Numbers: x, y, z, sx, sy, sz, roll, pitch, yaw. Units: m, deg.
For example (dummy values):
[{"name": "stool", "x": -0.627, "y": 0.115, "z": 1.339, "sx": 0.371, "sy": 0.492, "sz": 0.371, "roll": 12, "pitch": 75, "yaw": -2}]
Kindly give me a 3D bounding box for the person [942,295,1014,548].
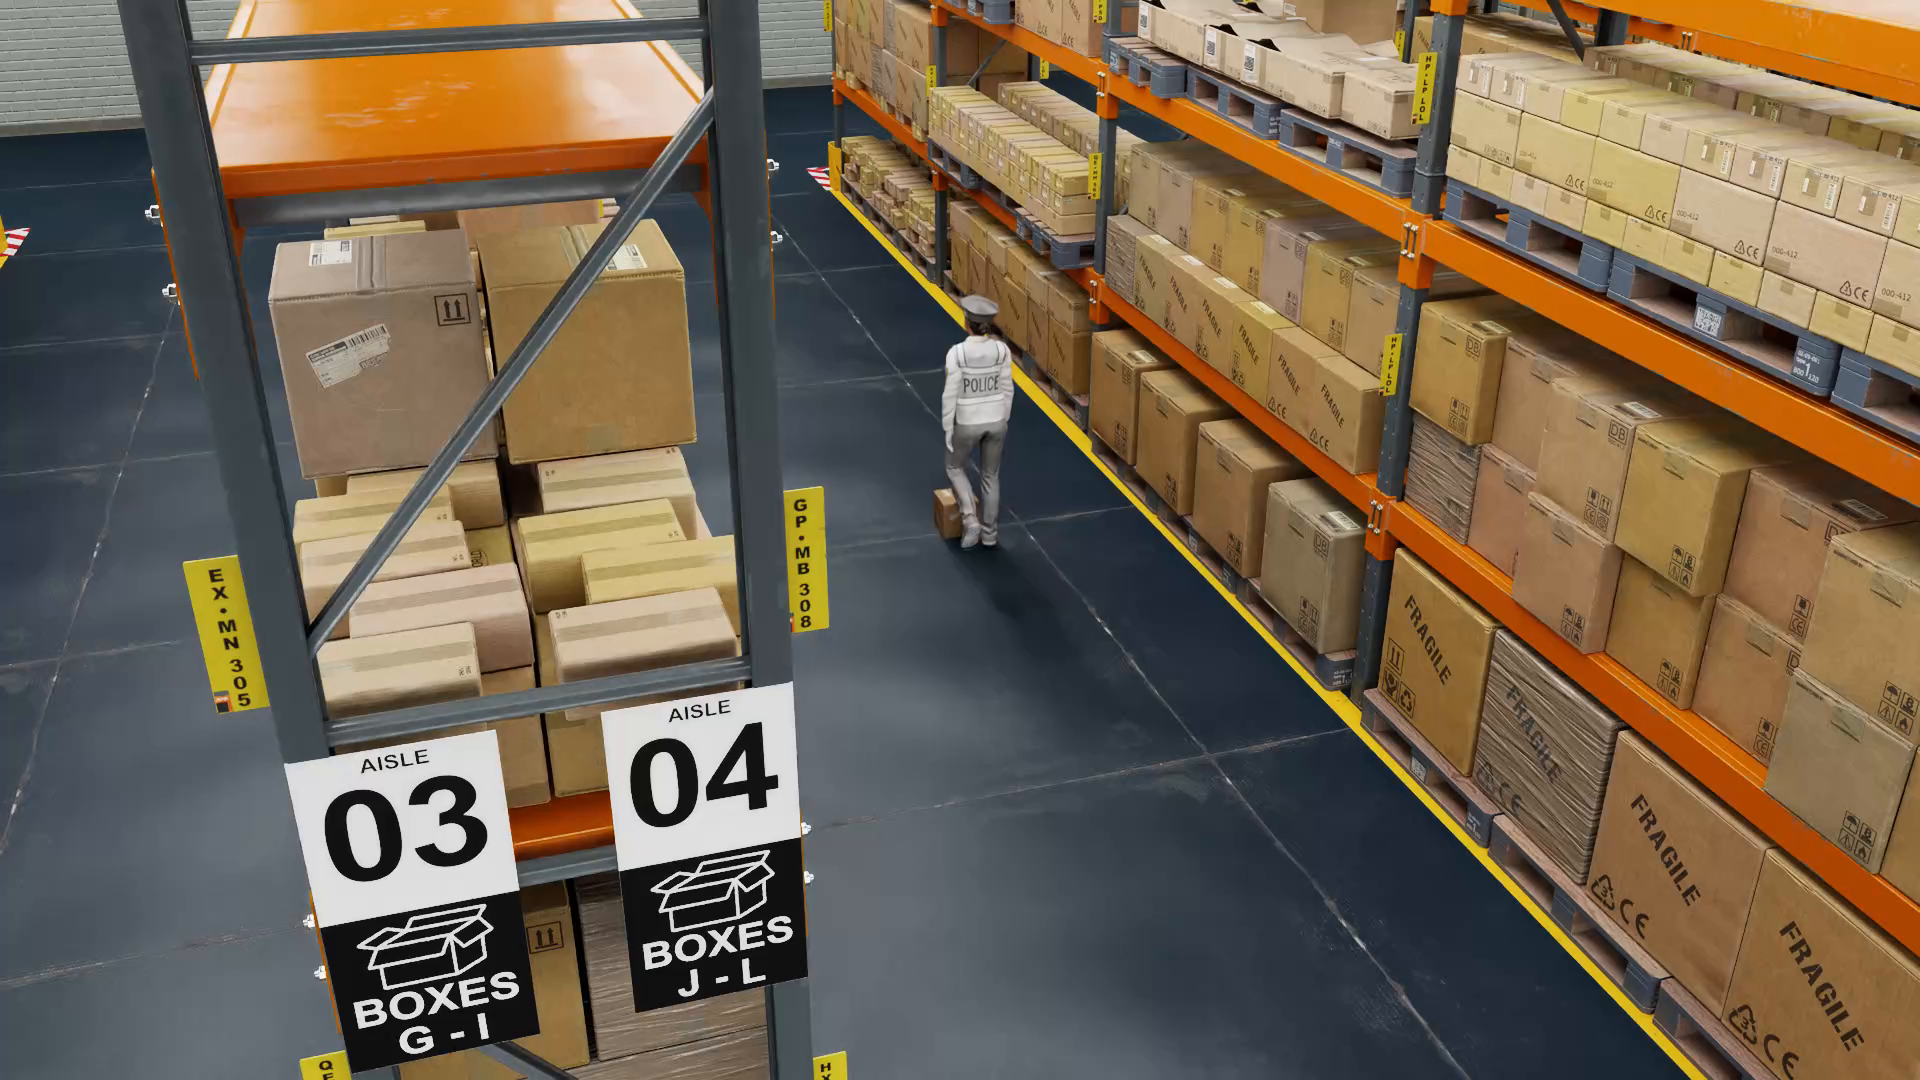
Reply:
[{"name": "person", "x": 0.119, "y": -0.729, "z": 10.758, "sx": 0.497, "sy": 1.659, "sz": 0.448, "roll": -7, "pitch": 27, "yaw": -13}]
